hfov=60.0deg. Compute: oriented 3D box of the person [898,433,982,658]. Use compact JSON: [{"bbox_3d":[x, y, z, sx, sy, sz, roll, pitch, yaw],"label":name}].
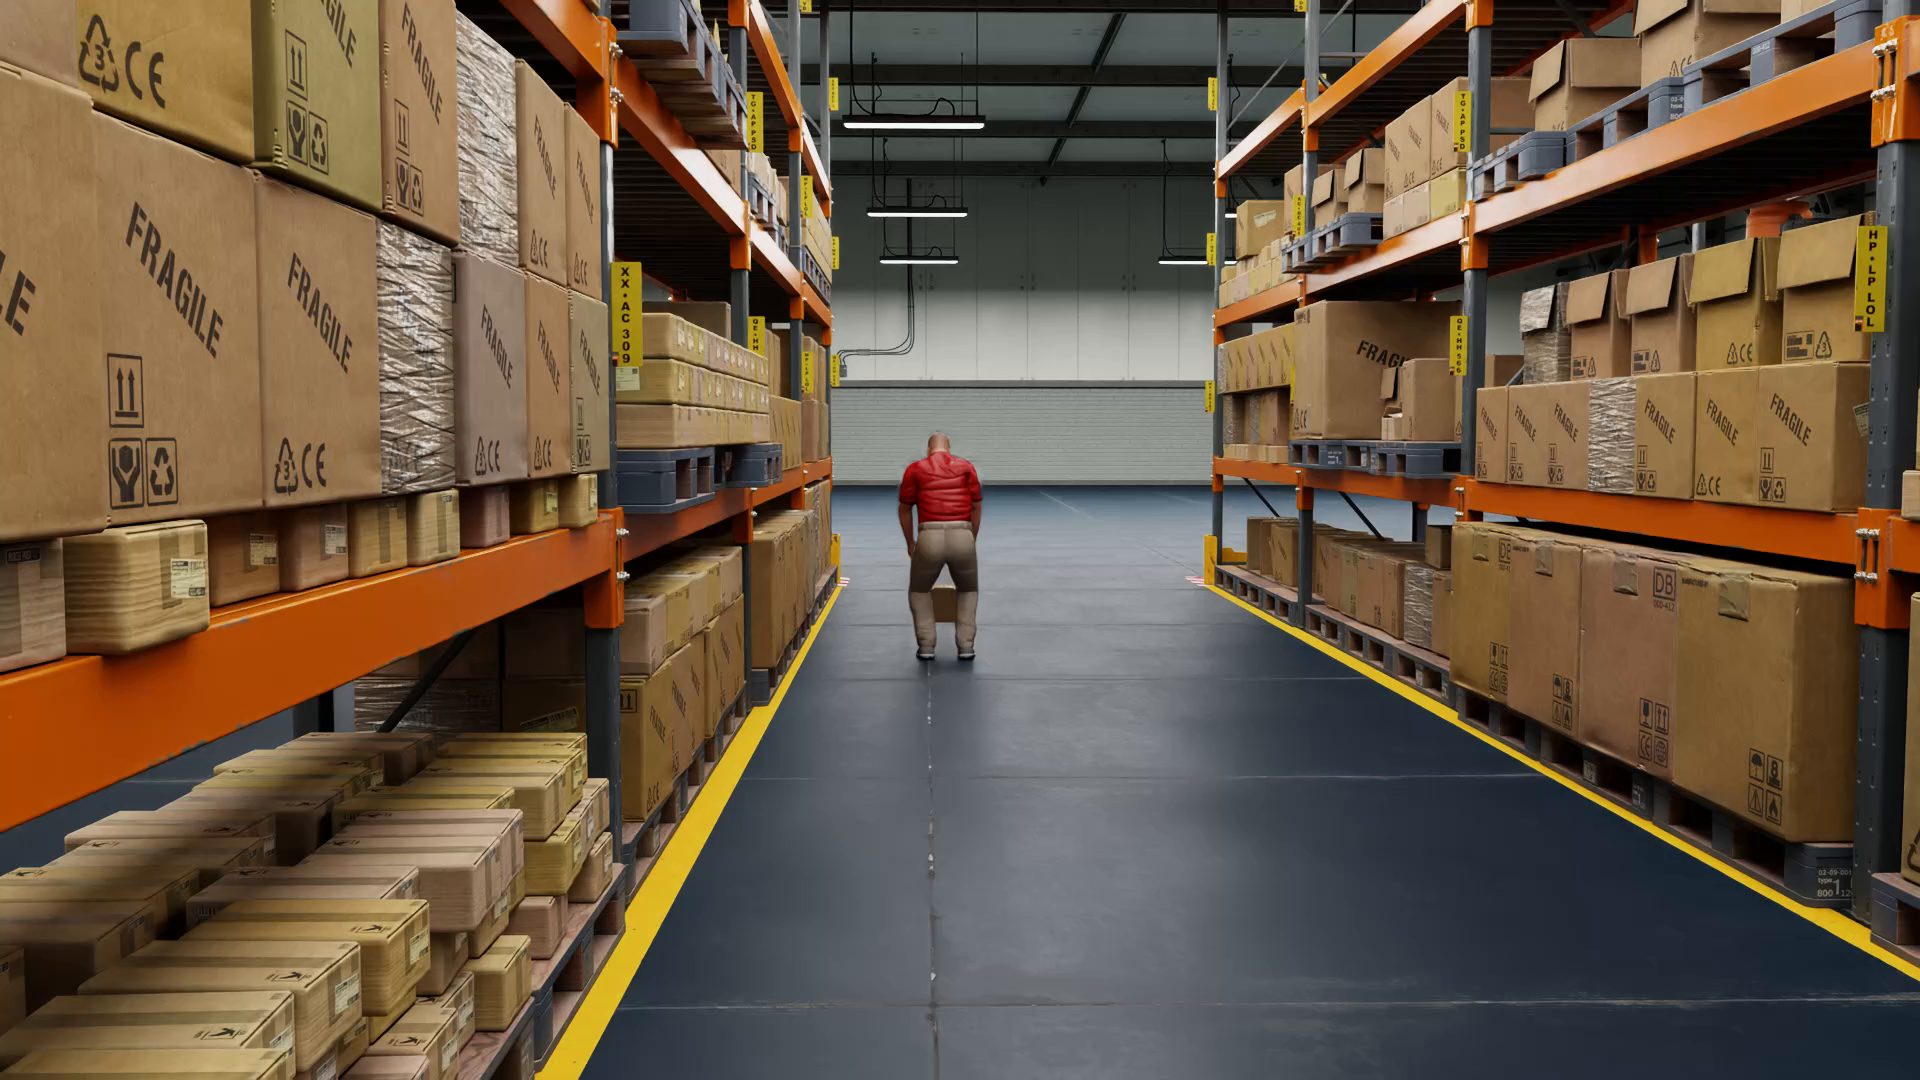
[{"bbox_3d":[-0.139,0.042,11.562,0.581,1.566,0.574,0,4,-1],"label":"person"}]
